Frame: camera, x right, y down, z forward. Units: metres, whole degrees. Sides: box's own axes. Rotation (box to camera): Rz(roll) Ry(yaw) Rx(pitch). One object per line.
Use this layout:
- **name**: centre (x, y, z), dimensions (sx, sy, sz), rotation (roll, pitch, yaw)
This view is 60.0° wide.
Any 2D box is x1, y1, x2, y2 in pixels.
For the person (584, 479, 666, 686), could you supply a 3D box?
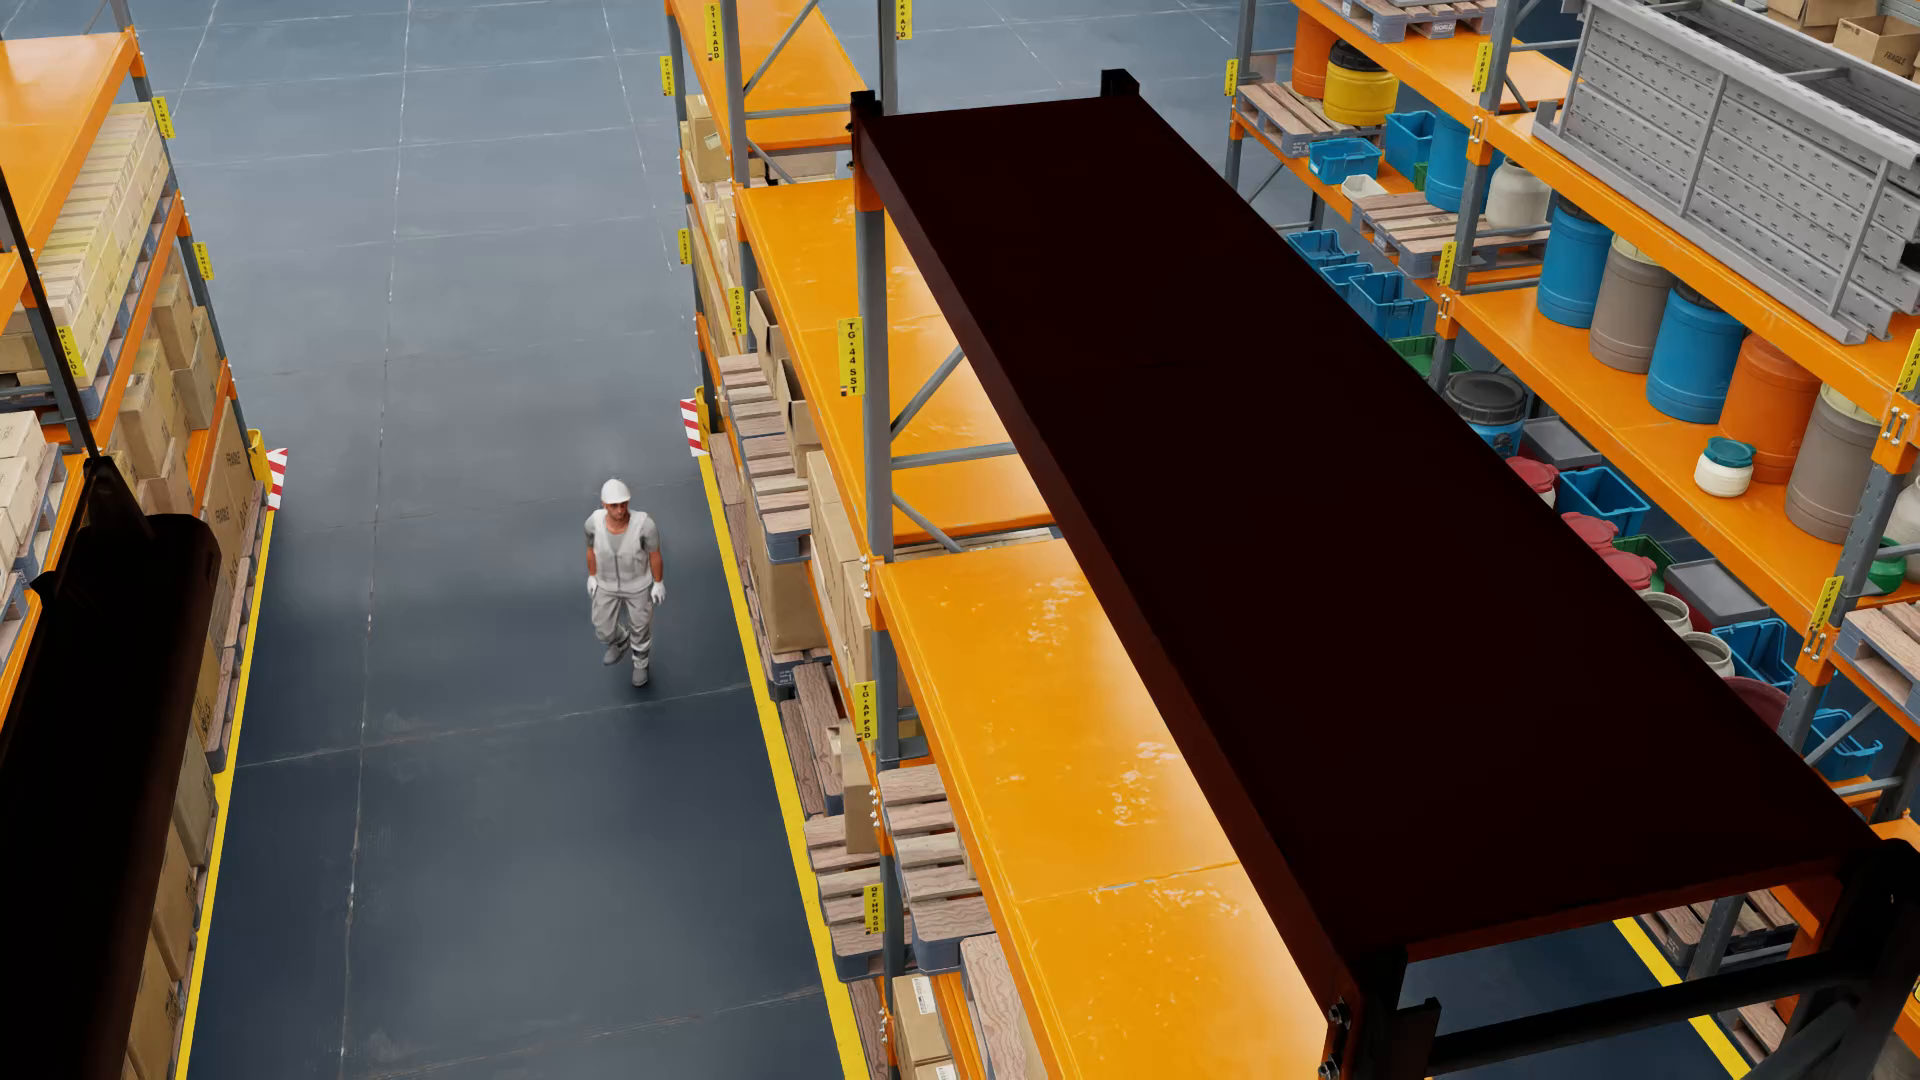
- **person**: centre (-2.428, 0.299, 12.070), dimensions (0.584, 1.780, 0.481), rotation (1, 34, 1)
